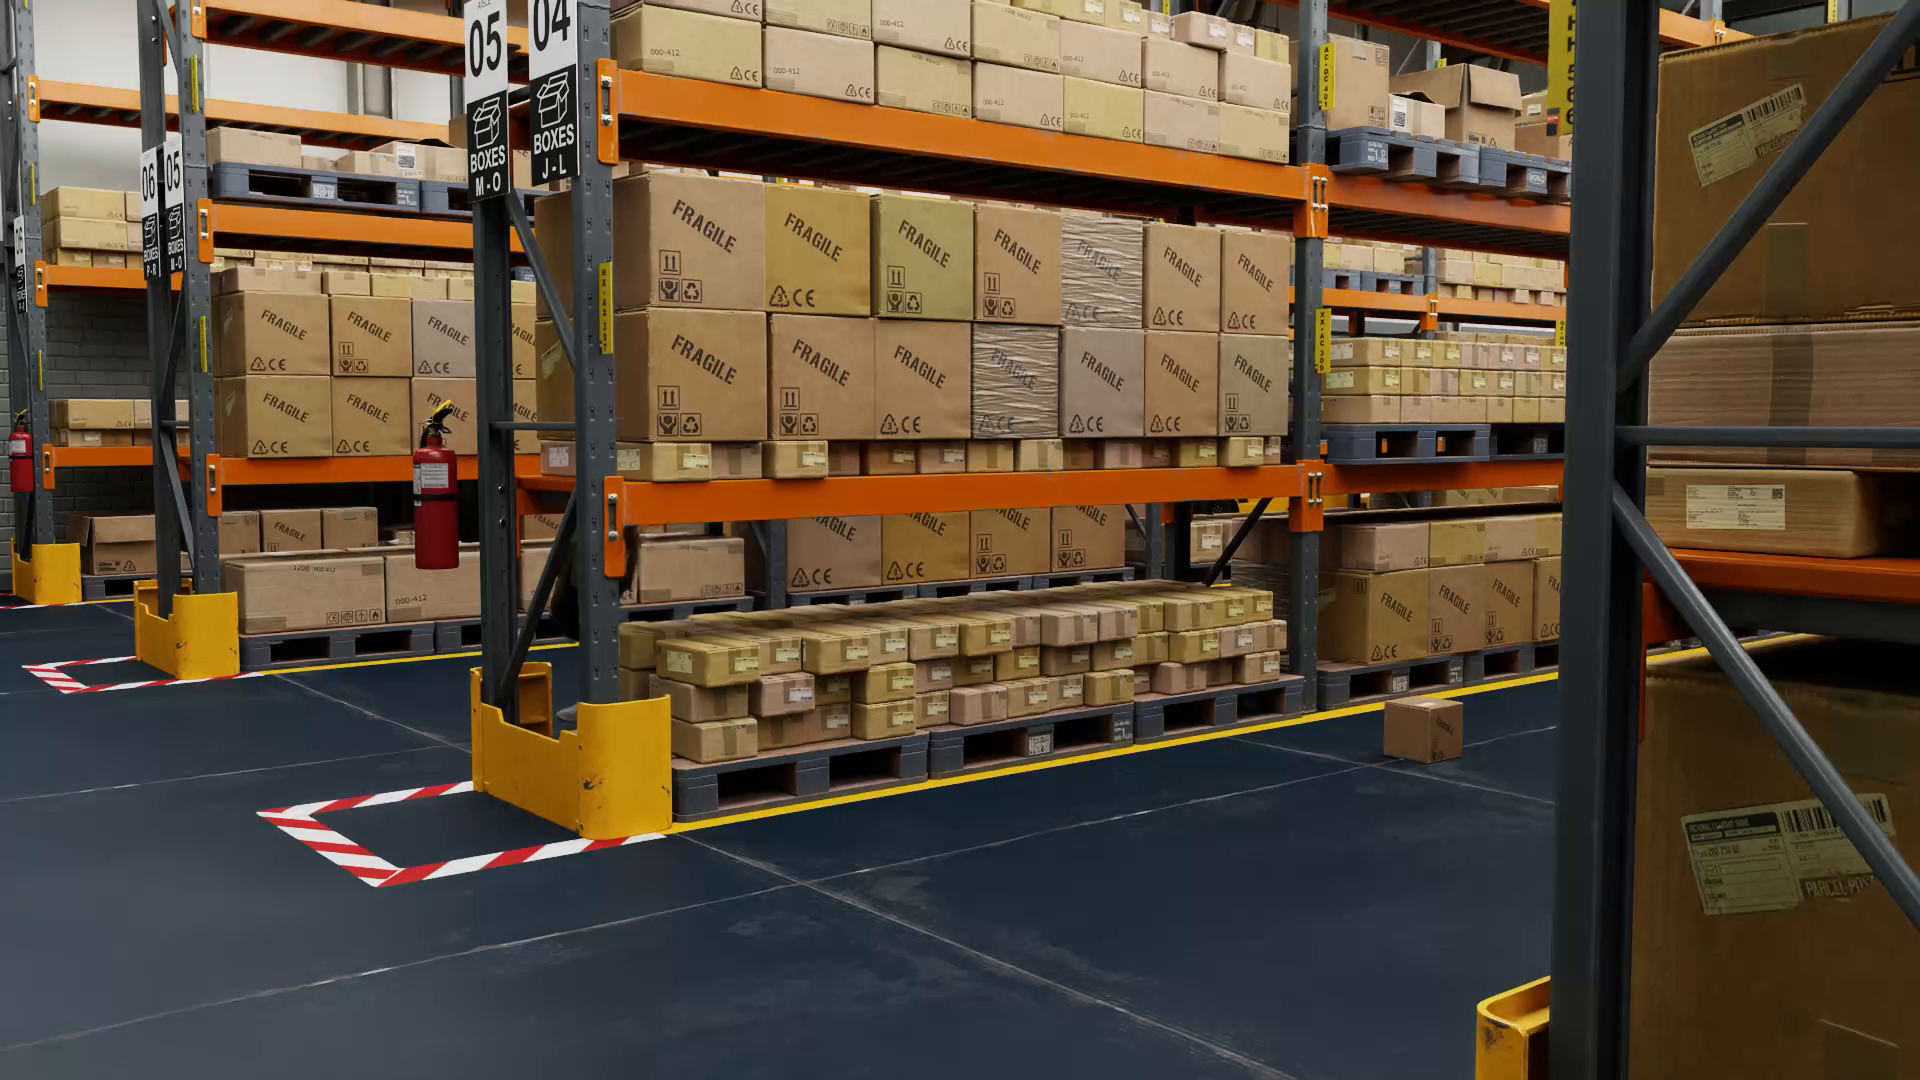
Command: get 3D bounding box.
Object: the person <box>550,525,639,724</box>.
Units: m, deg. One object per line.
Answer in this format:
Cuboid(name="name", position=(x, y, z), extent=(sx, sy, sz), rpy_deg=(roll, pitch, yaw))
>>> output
Cuboid(name="person", position=(-1.767, 0.014, 8.328), extent=(0.601, 1.770, 0.600), rpy_deg=(-3, 5, -34))
